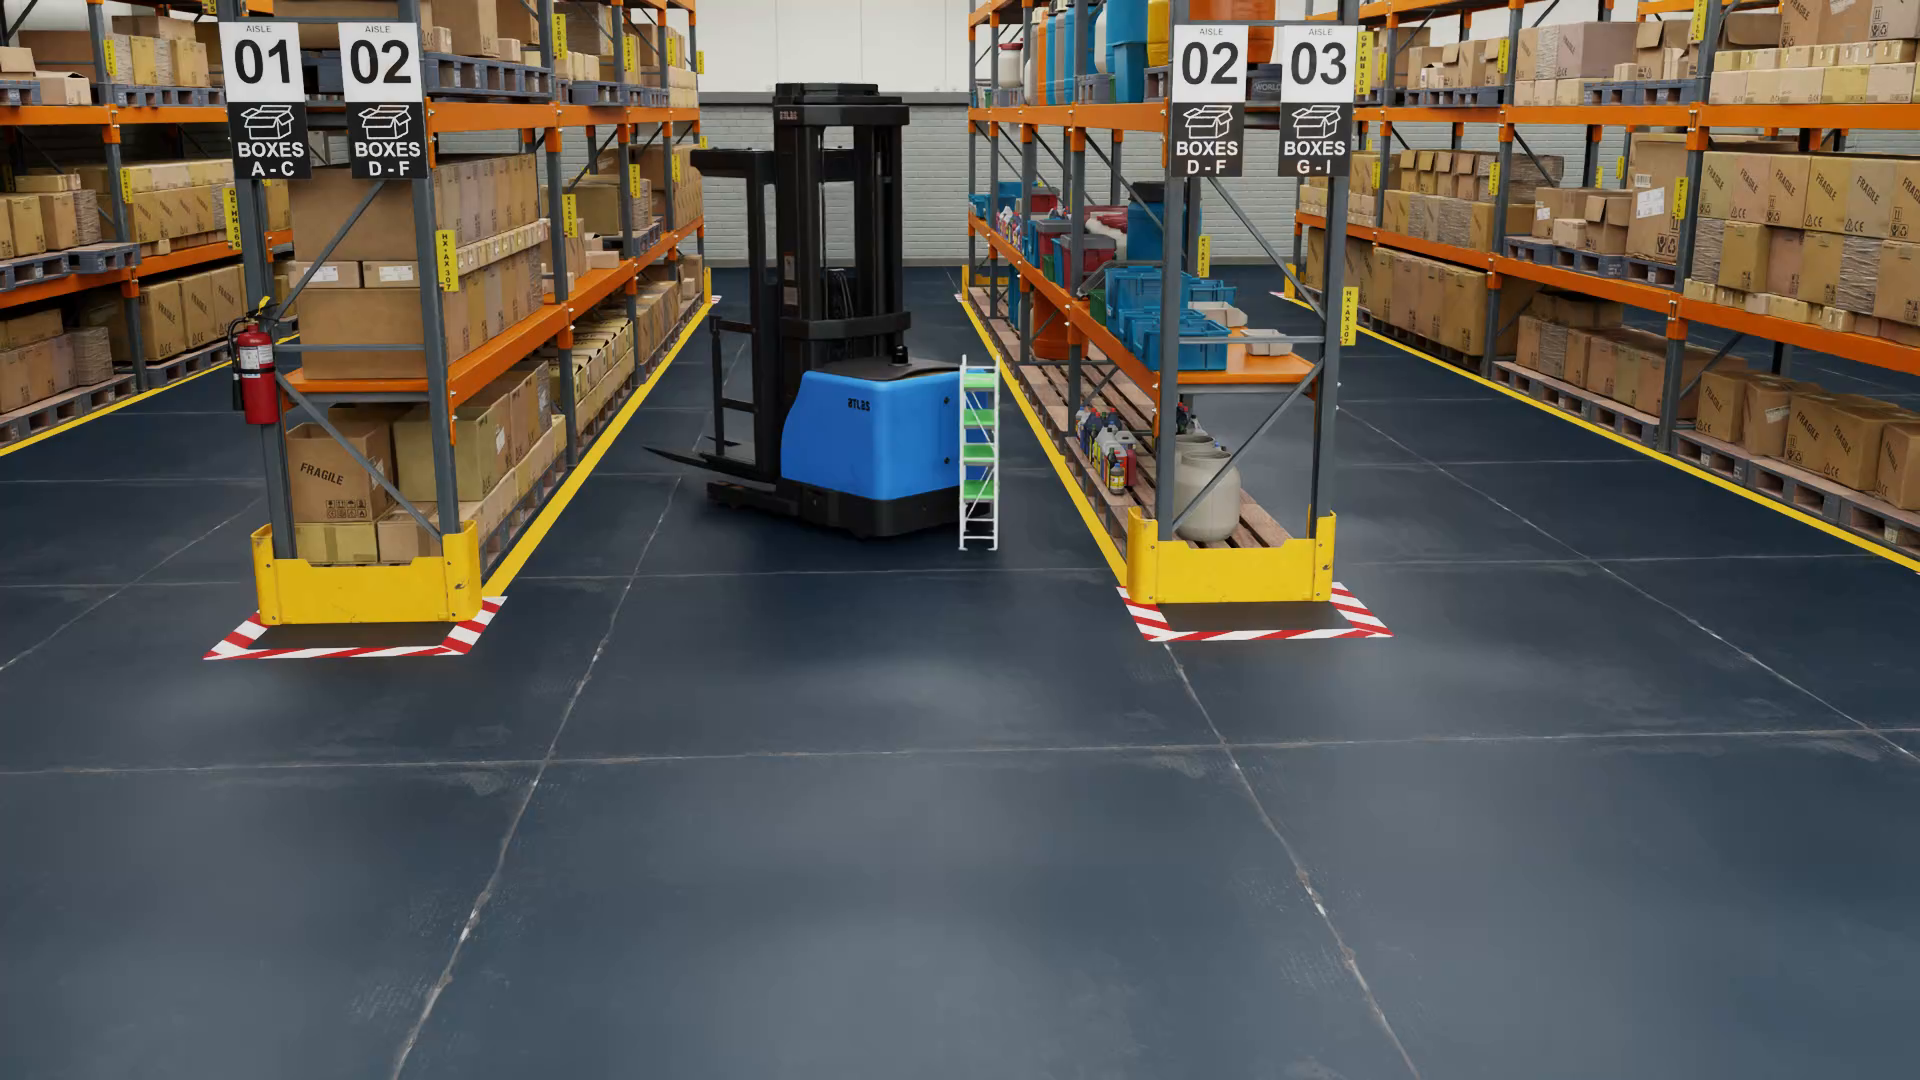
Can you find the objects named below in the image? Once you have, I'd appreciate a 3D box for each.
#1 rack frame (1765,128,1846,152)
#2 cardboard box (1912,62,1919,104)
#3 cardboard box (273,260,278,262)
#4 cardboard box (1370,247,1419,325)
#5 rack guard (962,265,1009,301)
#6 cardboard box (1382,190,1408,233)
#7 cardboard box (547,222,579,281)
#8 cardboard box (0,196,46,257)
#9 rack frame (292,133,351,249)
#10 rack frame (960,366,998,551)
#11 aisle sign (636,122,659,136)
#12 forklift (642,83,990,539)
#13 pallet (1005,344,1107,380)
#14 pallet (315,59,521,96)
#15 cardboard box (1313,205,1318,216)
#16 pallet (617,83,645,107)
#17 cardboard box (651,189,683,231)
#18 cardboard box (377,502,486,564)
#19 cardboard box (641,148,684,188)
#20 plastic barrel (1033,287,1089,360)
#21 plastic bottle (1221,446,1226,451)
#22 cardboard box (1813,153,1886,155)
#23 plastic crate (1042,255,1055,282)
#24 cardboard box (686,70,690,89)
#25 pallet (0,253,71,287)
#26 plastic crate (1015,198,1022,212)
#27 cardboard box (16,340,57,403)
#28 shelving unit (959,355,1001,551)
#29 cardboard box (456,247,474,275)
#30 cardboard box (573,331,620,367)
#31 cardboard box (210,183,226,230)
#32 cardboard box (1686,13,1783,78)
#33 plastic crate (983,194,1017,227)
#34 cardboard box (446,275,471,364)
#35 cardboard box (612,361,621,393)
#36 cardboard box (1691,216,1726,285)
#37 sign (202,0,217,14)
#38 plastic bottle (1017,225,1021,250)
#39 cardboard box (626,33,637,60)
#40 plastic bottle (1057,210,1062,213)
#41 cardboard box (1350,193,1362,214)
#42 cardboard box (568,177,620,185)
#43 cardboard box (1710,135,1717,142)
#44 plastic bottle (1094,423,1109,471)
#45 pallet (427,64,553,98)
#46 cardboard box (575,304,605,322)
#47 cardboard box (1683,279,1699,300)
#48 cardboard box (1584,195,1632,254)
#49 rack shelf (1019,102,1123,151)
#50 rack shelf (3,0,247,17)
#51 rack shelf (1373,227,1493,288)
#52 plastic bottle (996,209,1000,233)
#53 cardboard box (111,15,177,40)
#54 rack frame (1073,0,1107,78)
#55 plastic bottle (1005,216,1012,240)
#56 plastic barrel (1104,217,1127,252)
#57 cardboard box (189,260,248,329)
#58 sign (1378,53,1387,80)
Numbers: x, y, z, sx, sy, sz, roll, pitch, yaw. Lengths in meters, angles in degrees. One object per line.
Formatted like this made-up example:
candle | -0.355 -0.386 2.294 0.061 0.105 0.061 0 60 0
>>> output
rack frame | 10.784 -4.227 21.436 1.000 3.000 0.127 -1 14 -3
cardboard box | 6.254 -2.811 10.215 0.500 0.250 0.500 -1 14 -3
cardboard box | -9.189 -3.598 21.864 0.380 0.149 0.250 -1 14 -5
cardboard box | 5.887 -3.191 20.831 1.225 0.875 0.875 -1 14 -3
rack guard | 0.622 -3.889 25.139 1.175 0.500 0.348 -1 14 -3
cardboard box | 5.606 -4.106 20.764 0.500 0.500 0.500 -1 14 -3
cardboard box | -3.659 -2.529 14.637 0.500 0.500 0.500 -1 14 -3
cardboard box | -8.618 -2.787 14.754 0.700 0.500 0.500 -1 14 -3
rack frame | -9.252 -4.941 24.211 1.000 3.000 0.127 -1 14 -3
rack frame | 0.120 -0.516 10.624 0.240 1.200 0.015 1 14 2
aisle sign | -4.605 -6.290 24.236 0.394 0.787 0.004 -1 14 -3
forklift | -1.185 -1.721 11.833 1.130 2.935 3.031 -14 20 -43
pallet | 1.041 -1.949 18.179 1.003 0.211 1.213 -1 14 -3
pallet | -3.413 -2.930 10.550 1.003 0.211 1.213 -1 14 -3
cardboard box | 5.323 -4.763 24.023 0.380 0.149 0.250 -1 14 -4
pallet | -3.681 -4.223 15.778 1.213 0.211 1.003 0 14 -1
cardboard box | -3.820 -4.203 21.142 0.500 0.500 0.500 -1 14 -2
cardboard box | -3.128 -0.048 9.868 0.500 0.250 0.500 -1 14 -3
cardboard box | -3.841 -4.806 21.479 0.500 0.500 0.500 -1 14 -5
plastic barrel | 1.084 -2.378 17.762 0.600 0.830 0.708 -1 14 -3
plastic bottle | 1.830 -0.525 11.614 0.061 0.283 0.133 -1 14 -3
cardboard box | 6.658 -2.631 12.427 0.500 0.500 0.500 -1 14 -3
plastic crate | 0.990 -2.436 14.899 0.450 0.188 0.662 -1 14 -3
cardboard box | -3.963 -6.268 22.646 0.500 0.250 0.500 -1 14 -3
pallet | -8.593 -2.367 14.591 1.003 0.211 1.213 -1 14 -3
plastic crate | 0.973 -4.454 22.433 0.437 0.282 0.530 -1 14 -3
cardboard box | -8.685 -1.523 15.058 0.700 0.500 0.500 -1 14 -4
shelving unit | 0.130 -0.577 10.861 0.258 1.200 0.503 1 14 2
cardboard box | -3.173 -1.693 10.085 0.380 0.149 0.250 -1 14 -4
cardboard box | -3.467 -1.791 15.518 0.500 0.311 0.500 -1 14 -4
cardboard box | -8.660 -3.786 18.883 0.500 0.500 0.500 -1 14 -3
cardboard box | 6.393 -4.011 13.525 0.797 0.503 0.637 -2 15 -6
plastic crate | 0.515 -4.231 21.364 0.392 0.384 0.575 -1 14 -3
cardboard box | -3.370 -1.335 9.993 0.700 0.500 0.500 -1 14 -2
cardboard box | -3.473 -1.520 15.591 0.500 0.250 0.500 -1 14 -2
cardboard box | 6.289 -2.266 13.015 0.875 0.500 0.500 -1 14 -3
sign | -3.859 -2.878 8.553 0.100 0.325 0.005 -1 14 -3
plastic bottle | 0.666 -3.271 17.978 0.097 0.271 0.097 0 14 0
cardboard box | -4.038 -5.484 19.058 0.600 0.600 0.600 -1 14 -4
plastic bottle | 1.231 -3.946 20.593 0.152 0.276 0.135 -1 14 -3
cardboard box | 5.504 -4.482 22.129 0.500 0.250 0.500 0 14 -2
cardboard box | -4.148 -3.984 19.448 0.700 0.500 0.500 1 14 5
cardboard box | 10.430 -5.273 22.695 0.500 0.500 0.500 -1 14 -2
plastic bottle | 1.053 -0.680 12.083 0.144 0.351 0.185 -1 14 -4
pallet | -3.486 -3.232 11.727 1.003 0.211 1.213 -1 14 -3
cardboard box | -4.105 -2.260 17.925 0.500 0.500 0.500 0 14 -1
cardboard box | 6.036 -2.006 13.309 0.380 0.149 0.250 -1 14 -3
cardboard box | 6.123 -2.869 15.108 0.797 0.503 0.637 1 14 2
rack shelf | 1.256 -3.711 14.855 1.077 0.370 4.000 -1 14 -3
rack shelf | -8.880 -5.812 17.803 1.077 0.370 4.000 -1 14 -3
rack shelf | 5.951 -3.330 19.392 1.077 0.370 4.000 -1 14 -3
plastic bottle | 0.481 -3.945 20.573 0.061 0.283 0.133 -1 14 -3
cardboard box | -9.031 -5.666 18.419 0.500 0.250 0.500 -1 14 -5
rack frame | 1.380 -5.015 12.459 1.000 3.000 0.127 -1 14 -3
plastic bottle | 0.604 -3.630 19.365 0.152 0.276 0.135 -1 14 -3
plastic barrel | 1.494 -2.599 14.836 0.433 0.535 0.433 0 14 0
cardboard box | -8.834 -2.949 19.939 0.750 0.750 0.750 -1 14 -3
sign | 5.274 -5.908 20.753 0.100 0.325 0.005 -1 14 -3
